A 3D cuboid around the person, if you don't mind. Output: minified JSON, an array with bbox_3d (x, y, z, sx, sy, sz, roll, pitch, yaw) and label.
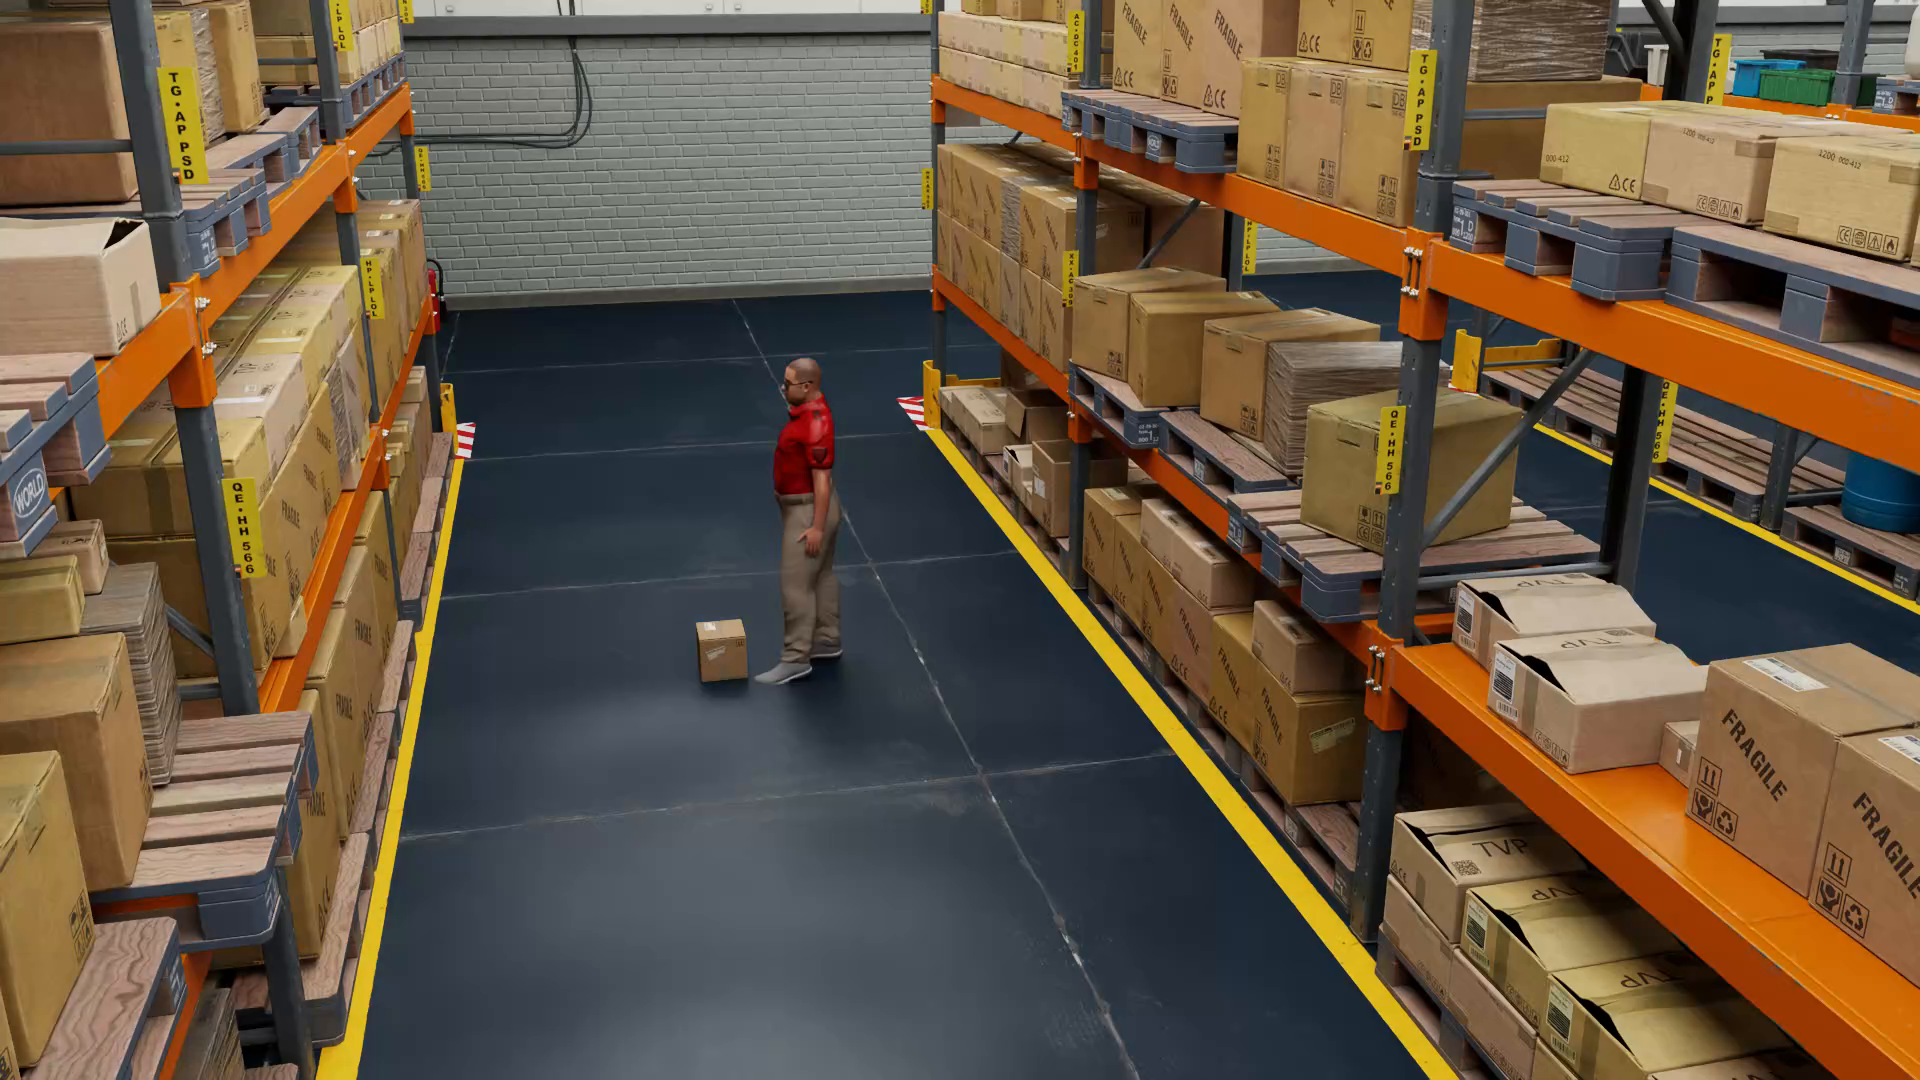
[{"bbox_3d":[-0.892,-0.123,8.965,0.493,1.759,0.579,-1,20,-4],"label":"person"}]
